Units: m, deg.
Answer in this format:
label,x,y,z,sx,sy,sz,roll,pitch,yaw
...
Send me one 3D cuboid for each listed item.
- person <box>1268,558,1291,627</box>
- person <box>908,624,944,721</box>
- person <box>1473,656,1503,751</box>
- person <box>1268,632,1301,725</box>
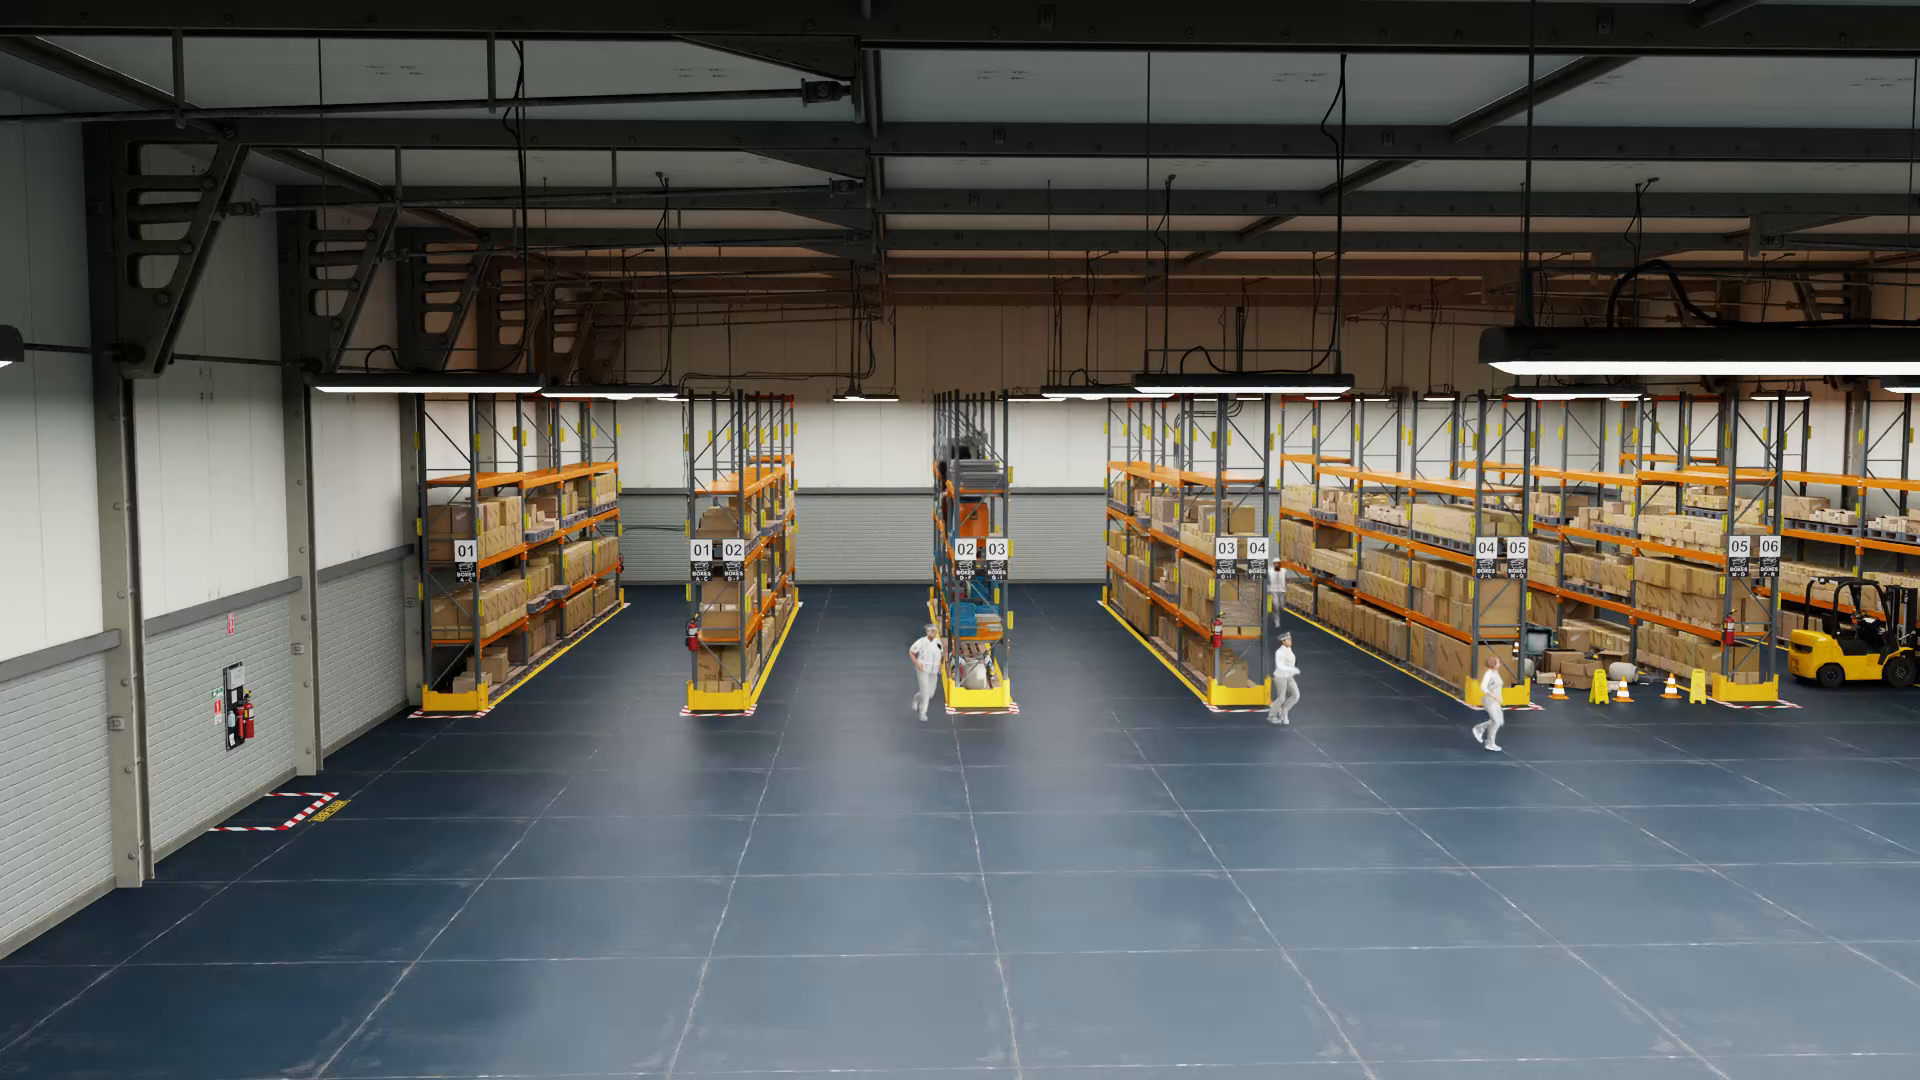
label,x,y,z,sx,sy,sz,roll,pitch,yaw
person,8.221,1.344,43.062,0.674,1.767,0.749,0,5,2
person,-0.570,2.391,30.475,0.731,1.734,0.601,-3,5,-31
person,8.749,2.698,27.559,0.544,1.567,0.559,3,6,36
person,5.827,2.472,29.683,0.652,1.698,0.638,4,6,40
